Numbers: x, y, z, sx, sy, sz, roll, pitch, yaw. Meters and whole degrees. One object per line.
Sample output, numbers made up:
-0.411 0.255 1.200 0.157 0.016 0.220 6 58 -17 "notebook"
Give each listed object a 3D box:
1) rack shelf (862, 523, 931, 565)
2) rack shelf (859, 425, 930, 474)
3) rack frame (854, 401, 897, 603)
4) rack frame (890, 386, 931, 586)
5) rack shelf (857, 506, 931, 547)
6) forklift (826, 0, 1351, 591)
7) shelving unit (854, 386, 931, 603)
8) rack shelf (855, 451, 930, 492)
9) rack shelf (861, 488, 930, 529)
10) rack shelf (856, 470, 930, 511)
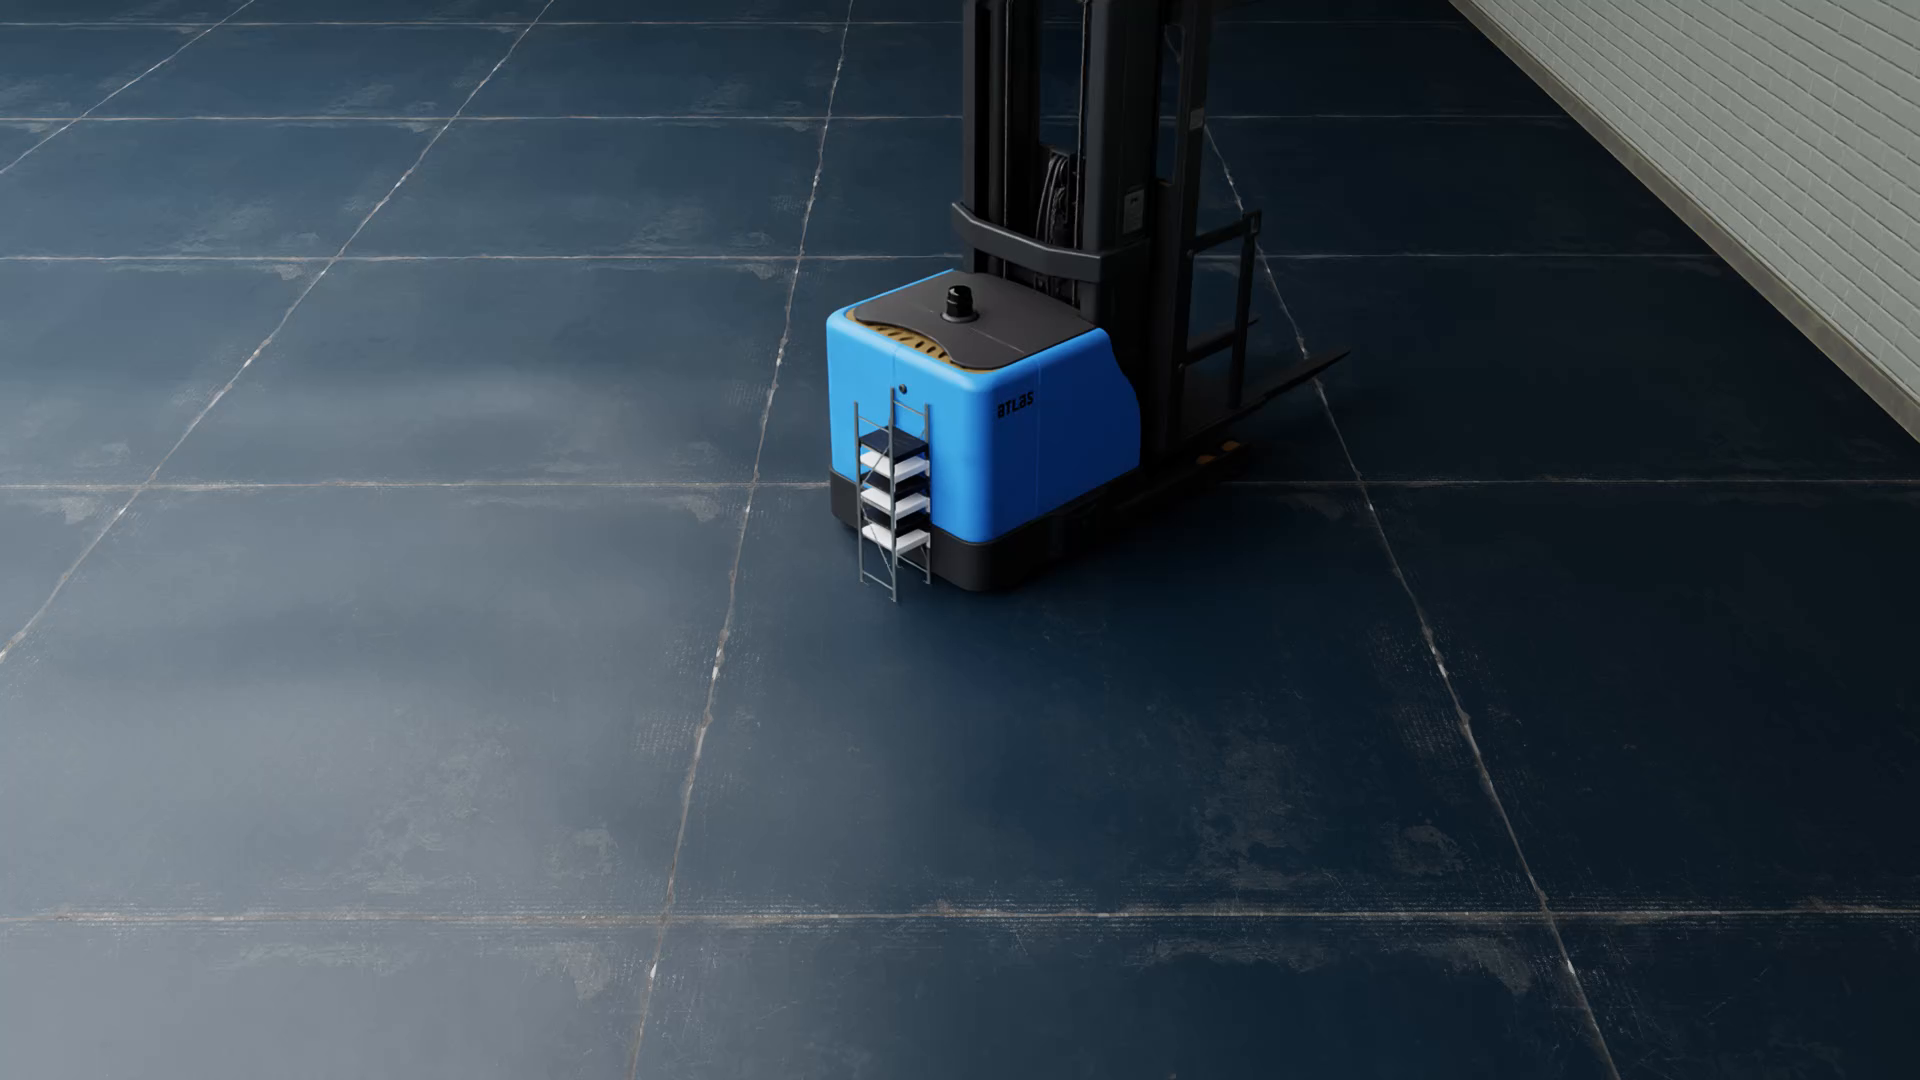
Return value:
-0.288 -0.008 7.306 0.200 0.077 0.258 -26 40 -36 "rack shelf"
-0.288 -0.392 7.073 0.200 0.077 0.258 -26 40 -36 "rack shelf"
-0.362 -0.153 7.135 0.006 0.900 0.240 -26 40 -36 "rack frame"
-0.215 -0.226 7.256 0.006 0.900 0.240 -26 40 -36 "rack frame"
-0.288 -0.085 7.260 0.200 0.077 0.258 -26 40 -36 "rack shelf"
0.804 -1.684 7.700 3.031 2.935 1.130 -26 40 -36 "forklift"
-0.288 -0.190 7.196 0.210 0.900 0.258 -26 40 -36 "shelving unit"
-0.288 -0.315 7.119 0.200 0.077 0.258 -26 40 -36 "rack shelf"
-0.288 -0.161 7.213 0.200 0.077 0.258 -26 40 -36 "rack shelf"
-0.288 -0.238 7.166 0.200 0.077 0.258 -26 40 -36 "rack shelf"
